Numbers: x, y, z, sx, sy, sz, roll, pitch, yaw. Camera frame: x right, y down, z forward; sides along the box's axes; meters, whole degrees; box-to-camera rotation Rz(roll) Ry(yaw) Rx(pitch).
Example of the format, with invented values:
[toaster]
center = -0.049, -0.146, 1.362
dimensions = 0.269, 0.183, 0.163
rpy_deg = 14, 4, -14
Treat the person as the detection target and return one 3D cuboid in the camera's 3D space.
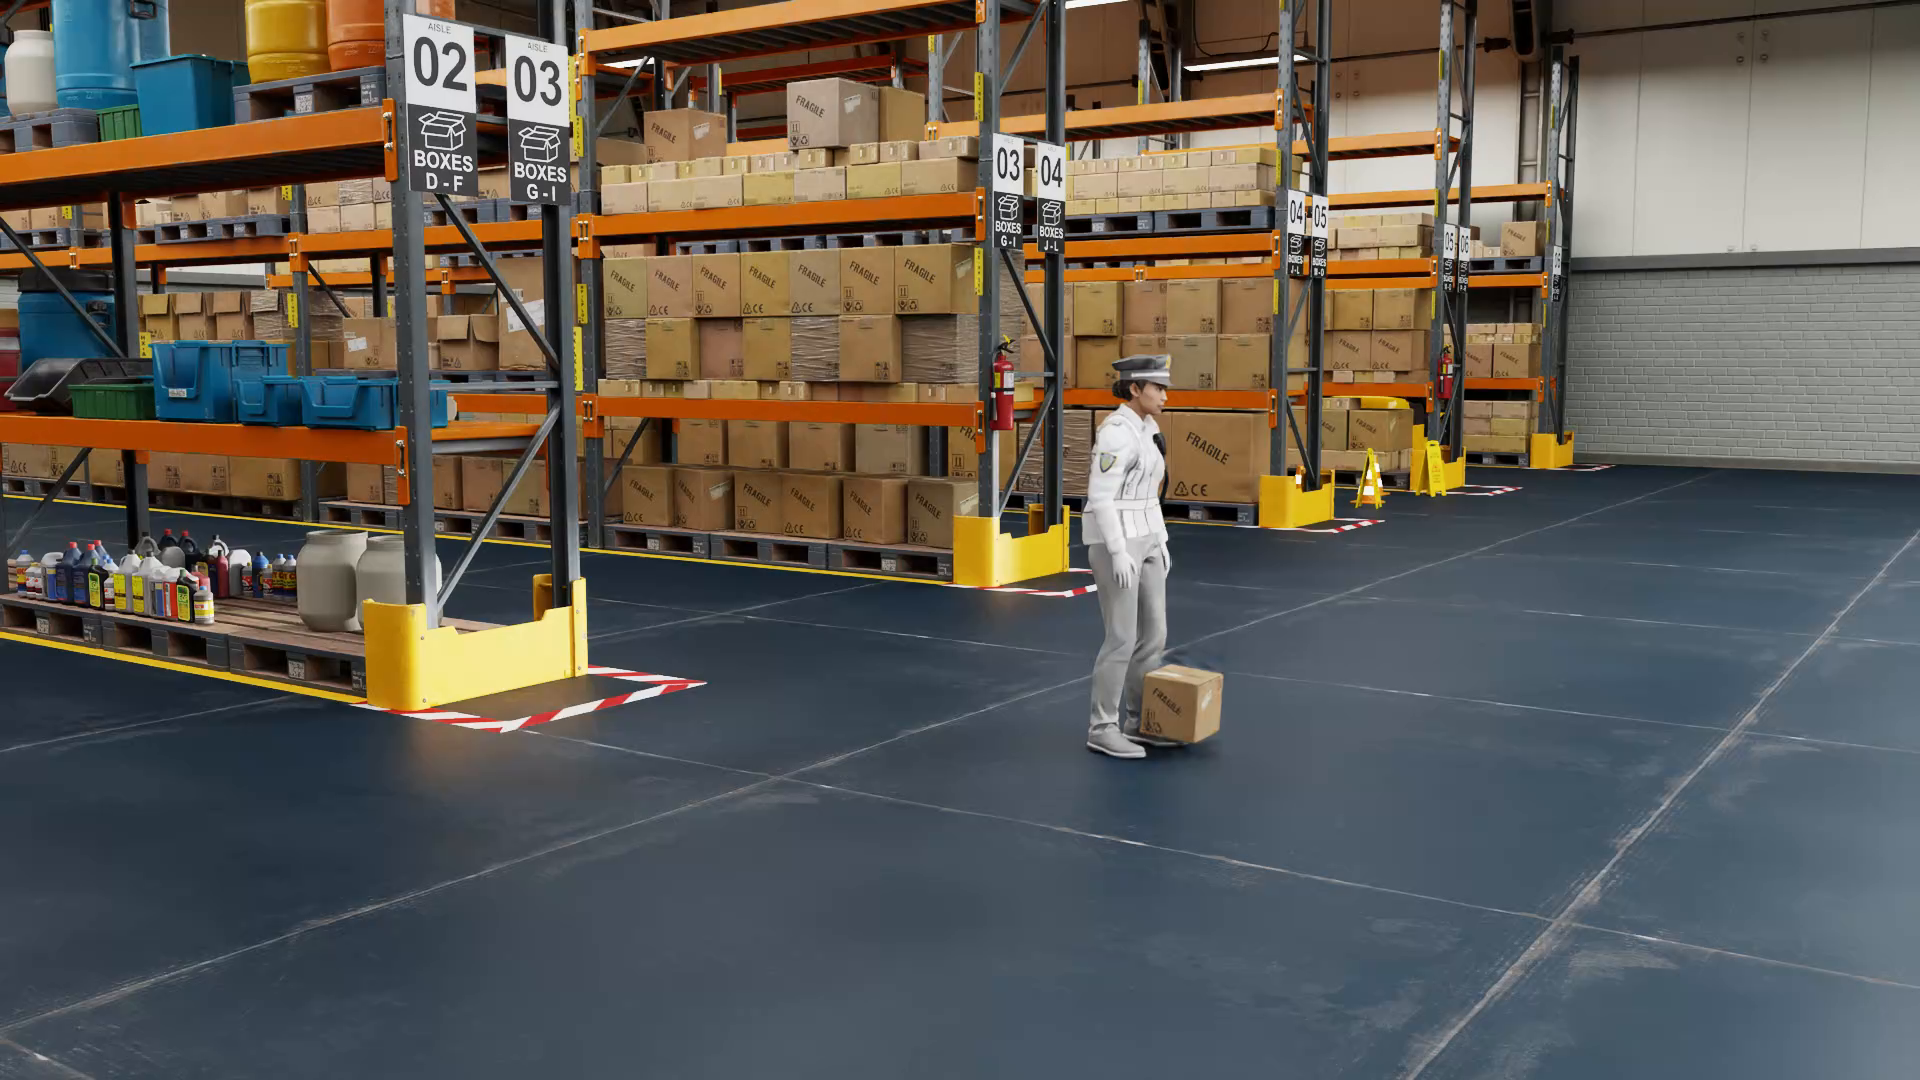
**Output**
[person]
center = 0.740, 0.052, 7.018
dimensions = 0.411, 1.665, 0.513
rpy_deg = 4, 8, 32
